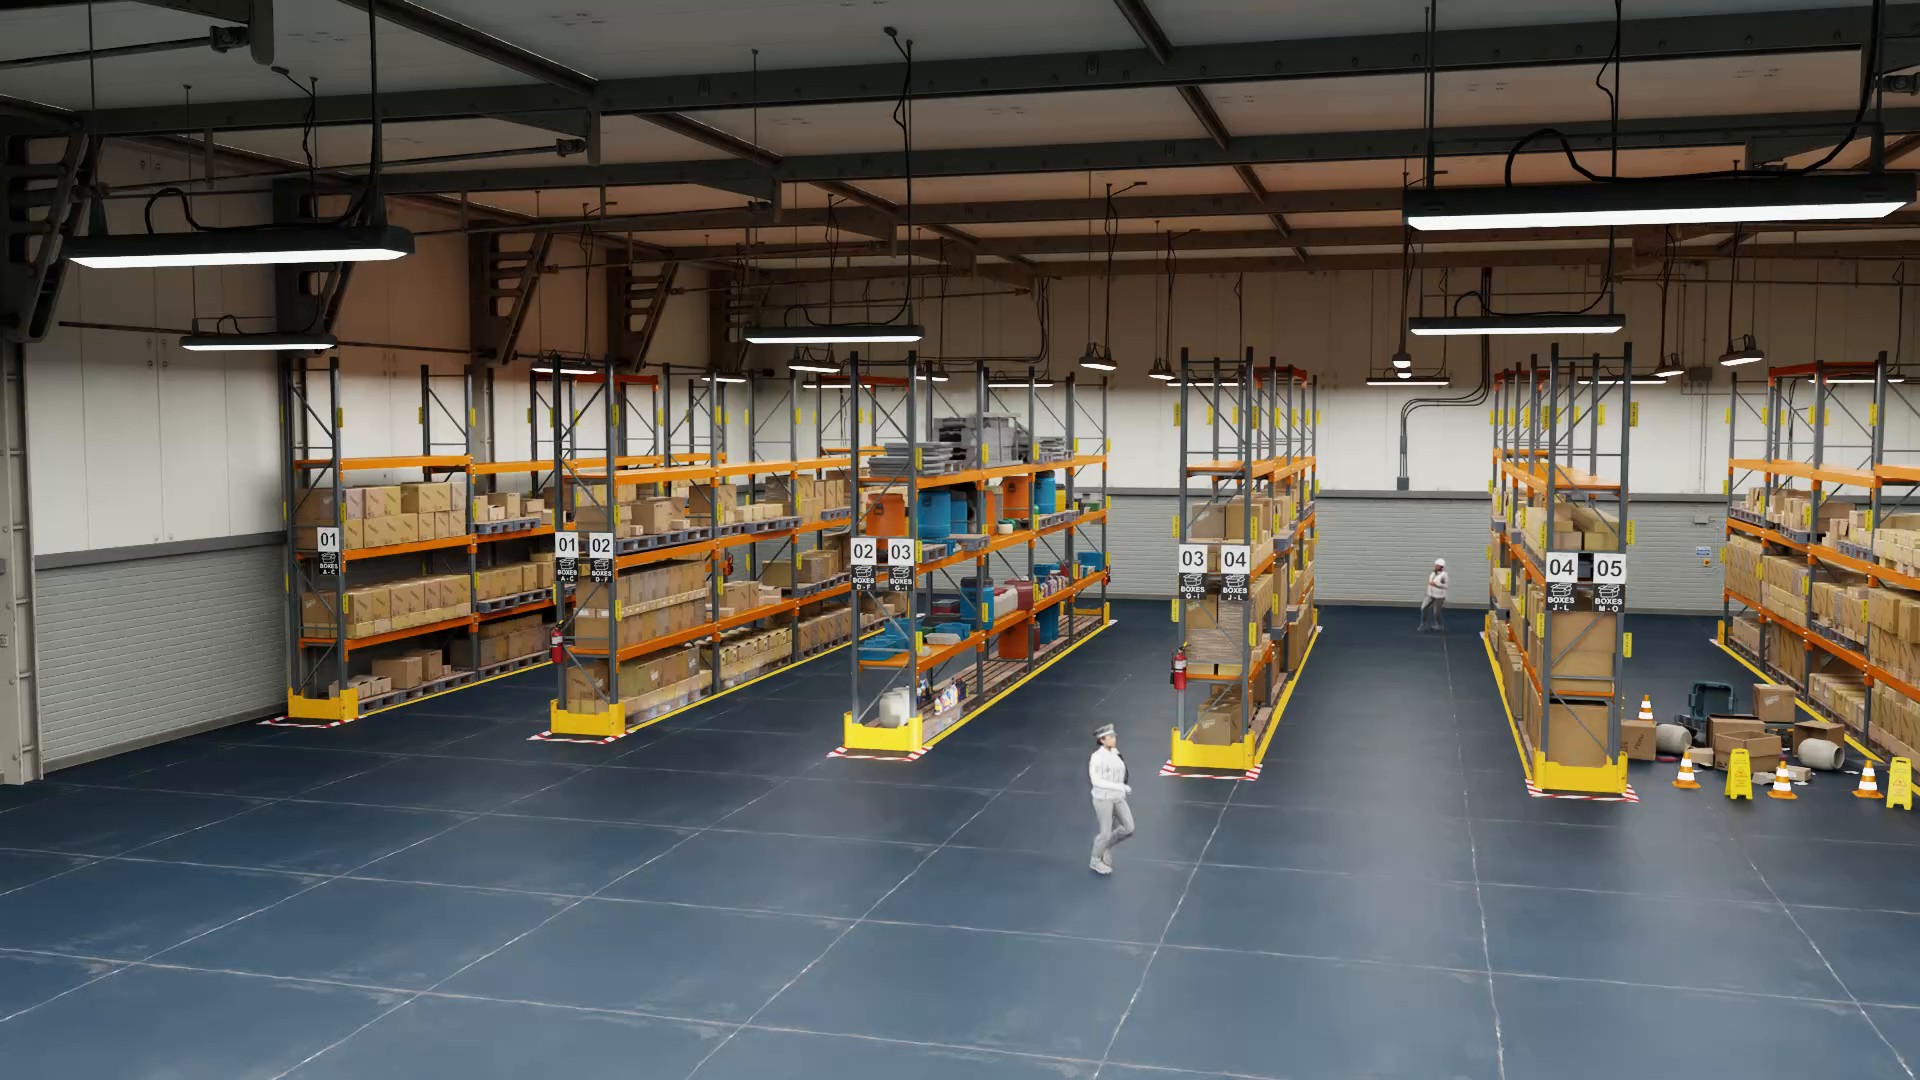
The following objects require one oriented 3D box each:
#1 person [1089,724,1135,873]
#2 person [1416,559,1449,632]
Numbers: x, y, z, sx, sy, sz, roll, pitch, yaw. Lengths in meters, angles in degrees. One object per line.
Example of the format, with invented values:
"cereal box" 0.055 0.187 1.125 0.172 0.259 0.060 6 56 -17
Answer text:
"person" 1.672 2.834 18.219 0.569 1.654 0.597 4 6 43
"person" 11.137 1.300 38.800 0.721 1.759 0.775 -3 5 -34
